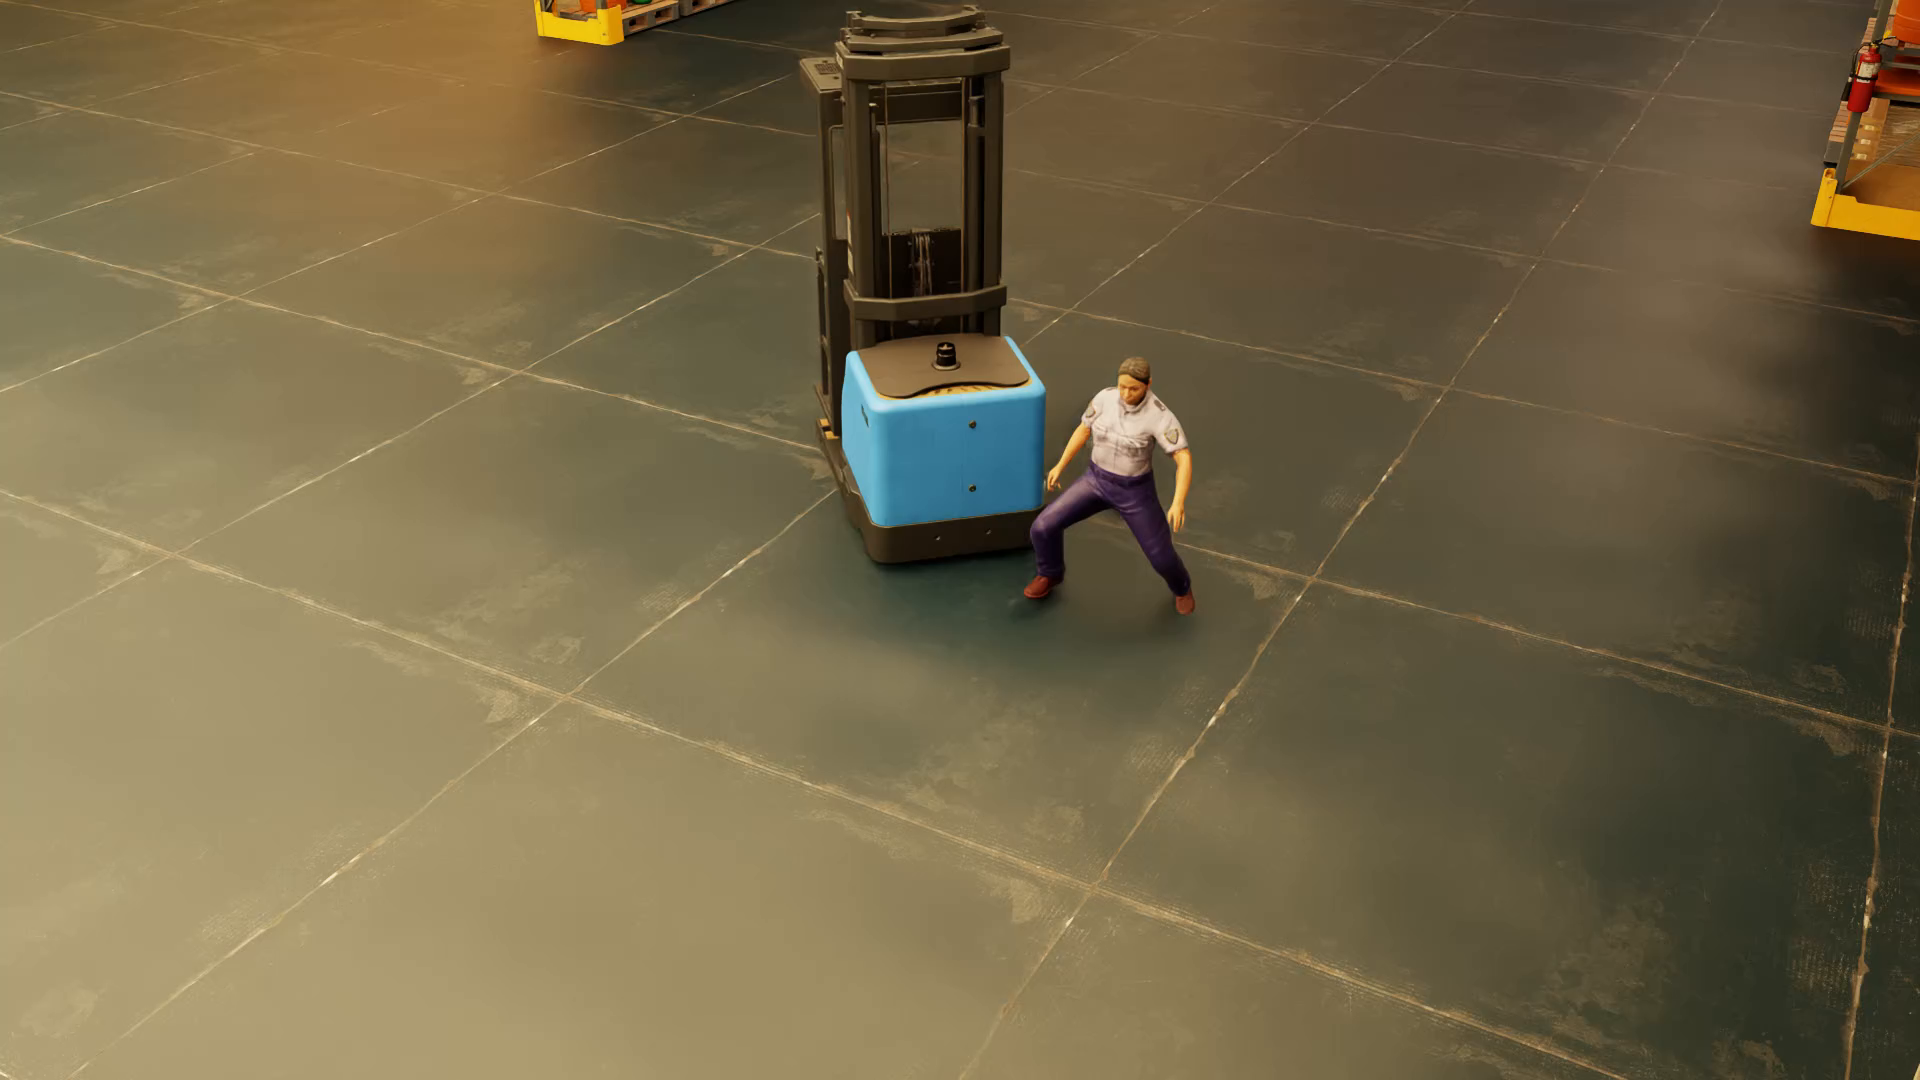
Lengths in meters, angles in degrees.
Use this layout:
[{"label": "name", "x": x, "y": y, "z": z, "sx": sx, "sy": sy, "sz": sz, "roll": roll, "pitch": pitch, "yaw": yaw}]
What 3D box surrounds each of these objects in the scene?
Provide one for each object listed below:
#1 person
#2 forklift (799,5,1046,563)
[{"label": "person", "x": 0.903, "y": -0.281, "z": 9.017, "sx": 0.913, "sy": 1.530, "sz": 0.696, "roll": 19, "pitch": 35, "yaw": 30}, {"label": "forklift", "x": -0.344, "y": -1.857, "z": 10.289, "sx": 1.130, "sy": 2.935, "sz": 3.031, "roll": -7, "pitch": 31, "yaw": -12}]
